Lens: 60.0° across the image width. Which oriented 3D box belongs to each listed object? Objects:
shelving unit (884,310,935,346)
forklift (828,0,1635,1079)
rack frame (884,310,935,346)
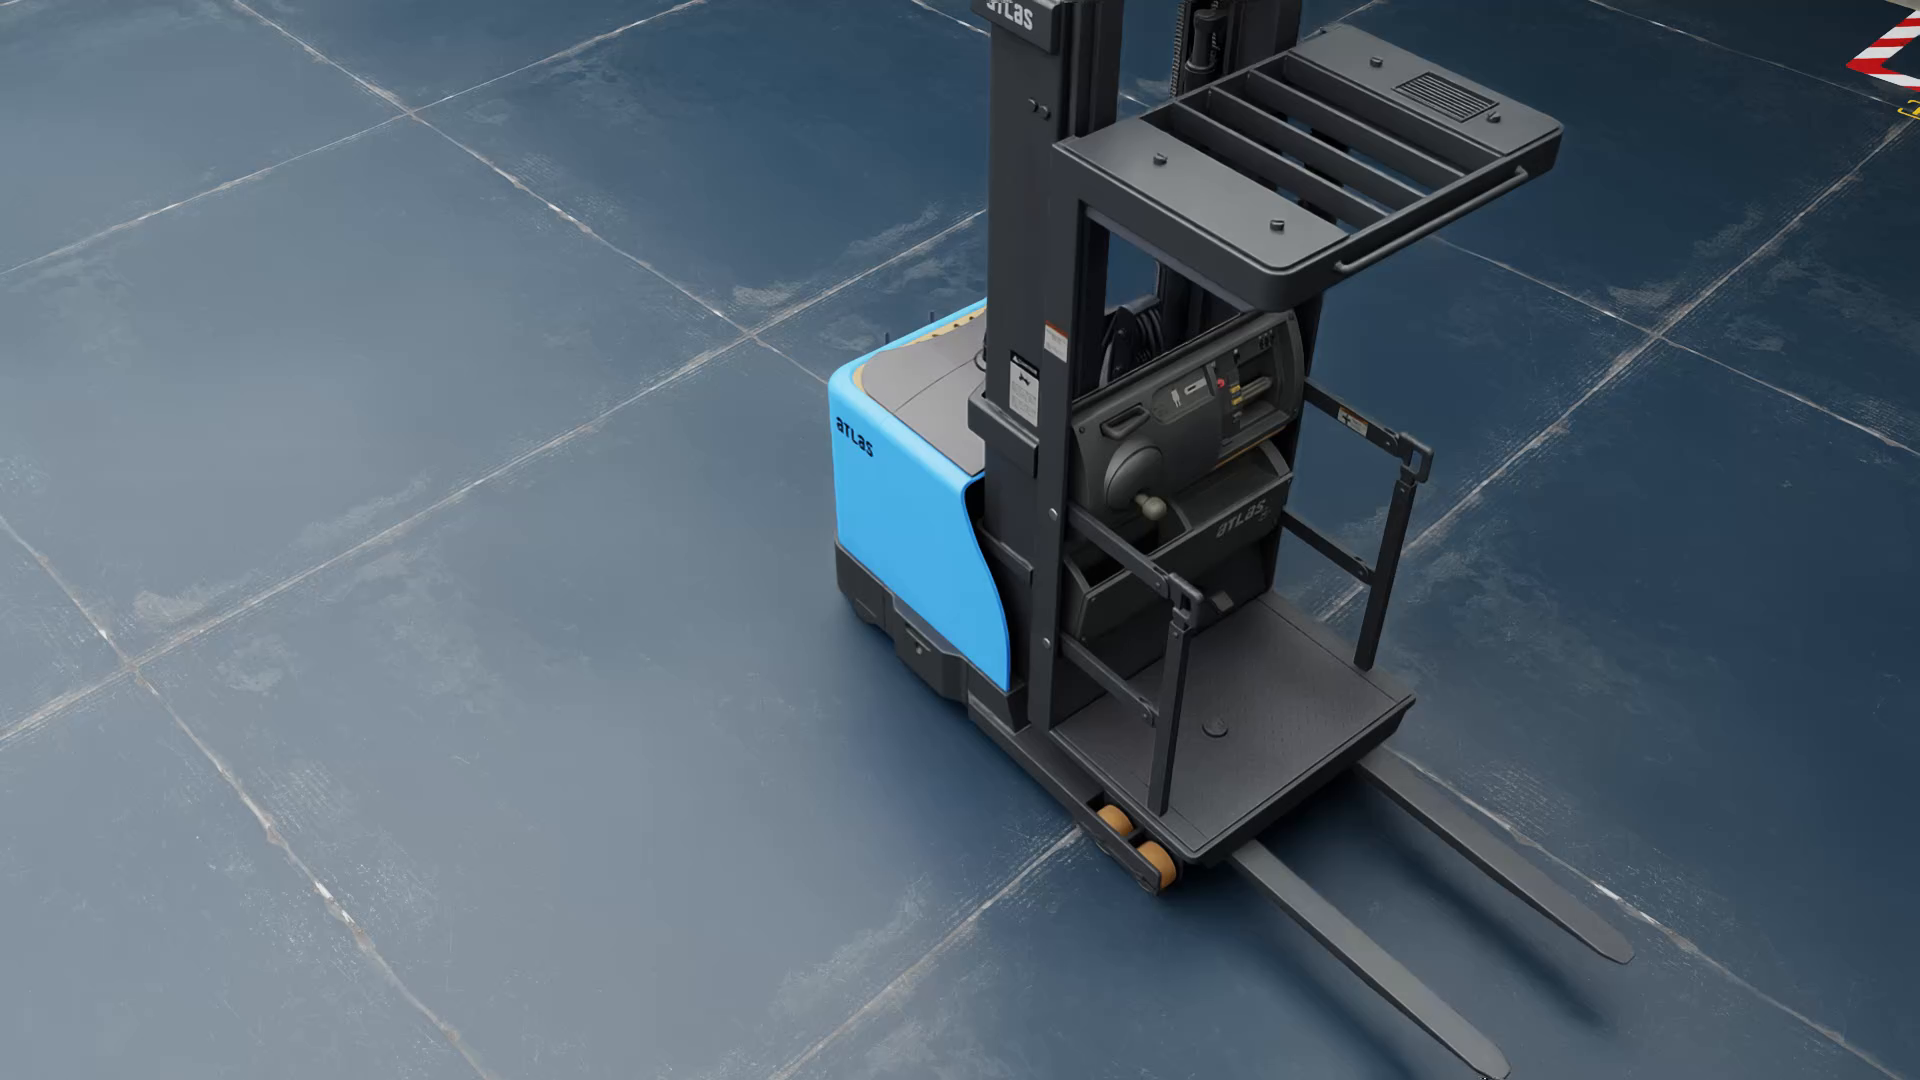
[{"bbox_3d":[-0.128,-0.446,6.569,0.258,0.900,0.210,-29,50,-28],"label":"shelving unit"},{"bbox_3d":[0.842,-0.305,4.920,1.130,2.935,3.031,-29,50,-28],"label":"forklift"},{"bbox_3d":[-0.192,-0.499,6.627,0.240,0.900,0.006,-29,50,-28],"label":"rack frame"}]
